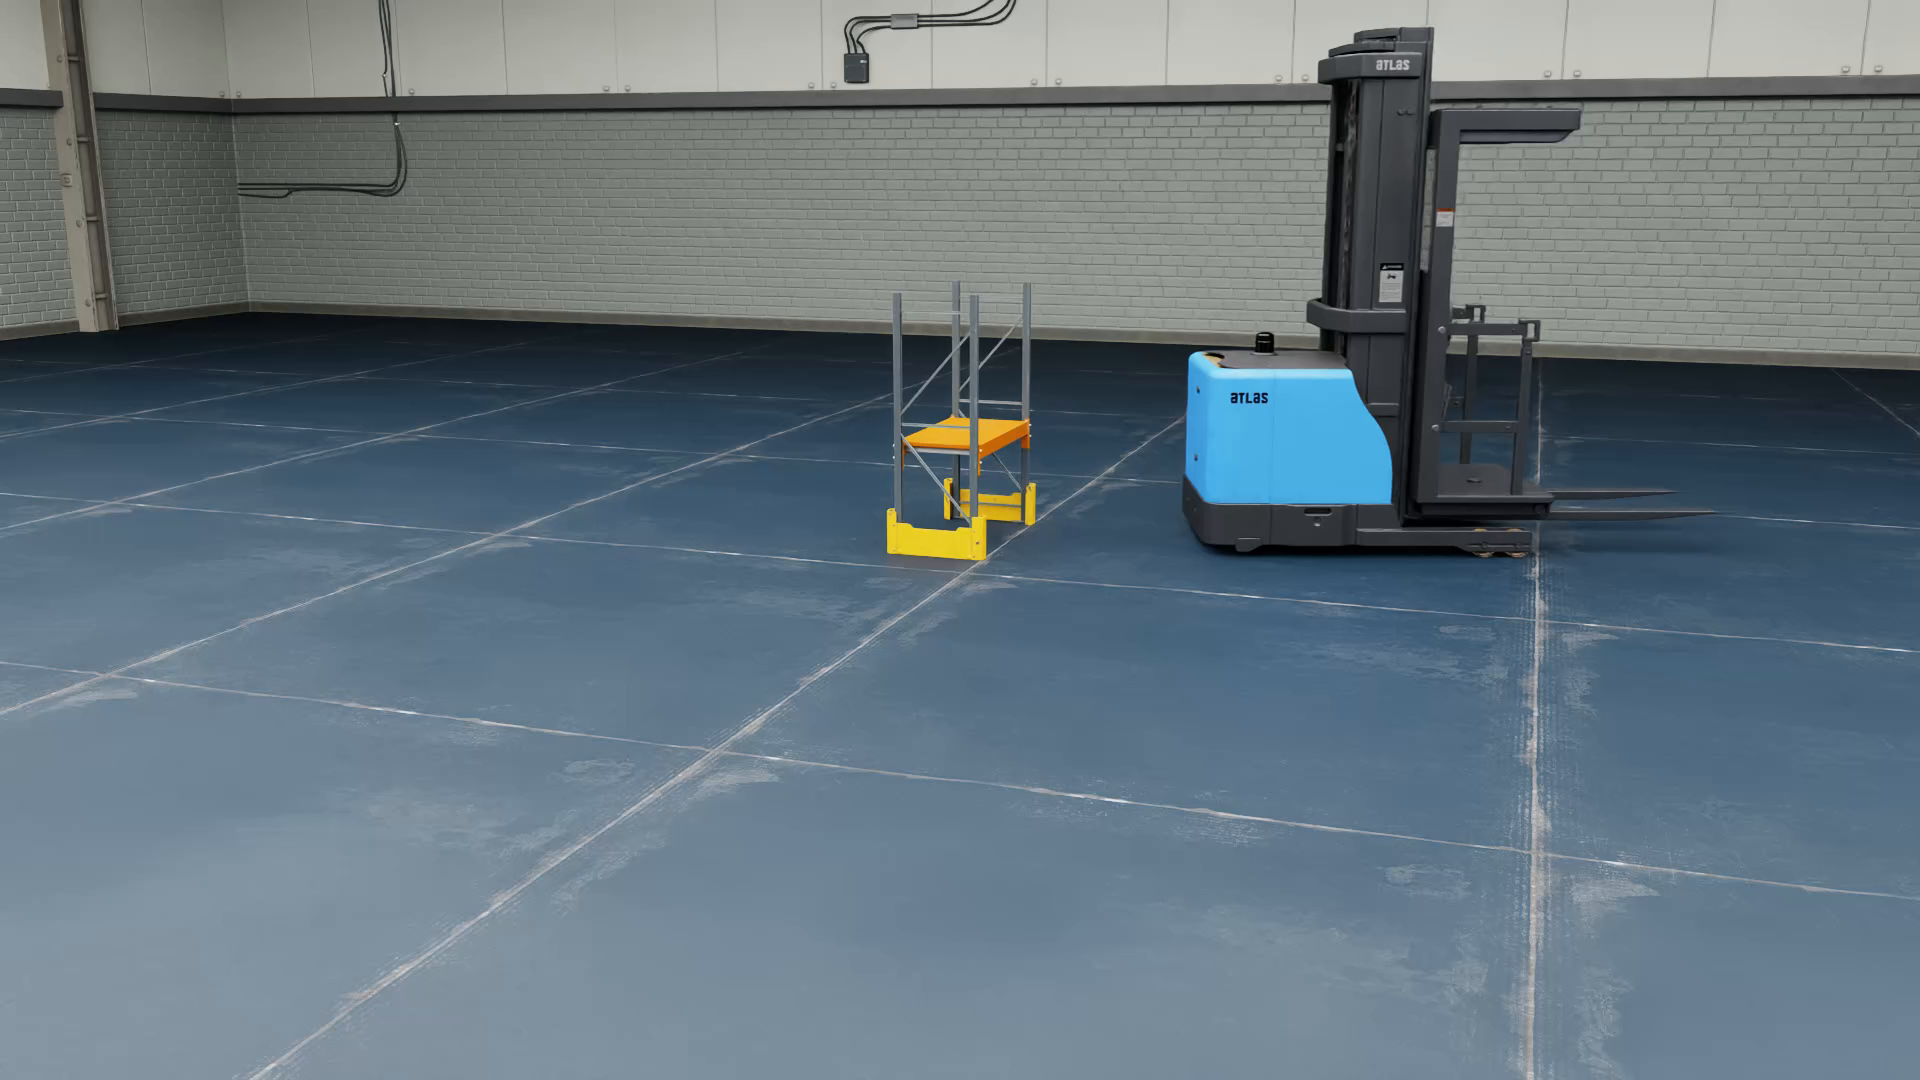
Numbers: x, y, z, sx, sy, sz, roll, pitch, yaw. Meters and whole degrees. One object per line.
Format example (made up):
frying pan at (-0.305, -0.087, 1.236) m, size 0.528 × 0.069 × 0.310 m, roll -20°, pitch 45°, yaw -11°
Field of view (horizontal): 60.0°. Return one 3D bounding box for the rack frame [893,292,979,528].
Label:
rack frame at (-0.137, -0.642, 9.431) m, size 0.500 × 1.500 × 0.032 m, roll 4°, pitch 14°, yaw 18°

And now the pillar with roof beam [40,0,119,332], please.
pillar with roof beam at (-7.485, -6.892, 19.963) m, size 9.100 × 9.000 × 0.400 m, roll 4°, pitch 14°, yaw 18°

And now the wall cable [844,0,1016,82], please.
wall cable at (-0.377, -8.699, 20.234) m, size 2.305 × 6.003 × 0.169 m, roll 4°, pitch 14°, yaw 18°

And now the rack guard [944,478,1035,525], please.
rack guard at (0.186, -0.243, 10.490) m, size 0.587 × 0.250 × 0.087 m, roll 4°, pitch 14°, yaw 18°

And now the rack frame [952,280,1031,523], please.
rack frame at (0.192, -0.856, 10.369) m, size 0.500 × 1.500 × 0.032 m, roll 4°, pitch 14°, yaw 18°

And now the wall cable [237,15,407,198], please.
wall cable at (-9.354, -6.214, 23.967) m, size 3.097 × 2.526 × 0.112 m, roll 4°, pitch 14°, yaw 18°

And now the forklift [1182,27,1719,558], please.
forklift at (2.913, -1.447, 9.741) m, size 3.031 × 2.935 × 1.130 m, roll 0°, pitch 13°, yaw 0°

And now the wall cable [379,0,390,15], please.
wall cable at (-6.794, -8.481, 22.551) m, size 3.097 × 2.526 × 0.112 m, roll 4°, pitch 14°, yaw 18°

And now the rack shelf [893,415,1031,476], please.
rack shelf at (0.028, -0.574, 9.940) m, size 0.538 × 0.185 × 1.000 m, roll 4°, pitch 14°, yaw 18°

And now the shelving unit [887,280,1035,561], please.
shelving unit at (0.025, -0.747, 9.891) m, size 0.587 × 1.500 × 1.083 m, roll 4°, pitch 14°, yaw 18°

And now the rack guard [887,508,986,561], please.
rack guard at (-0.136, -0.033, 9.571) m, size 0.587 × 0.250 × 0.087 m, roll 4°, pitch 14°, yaw 18°
